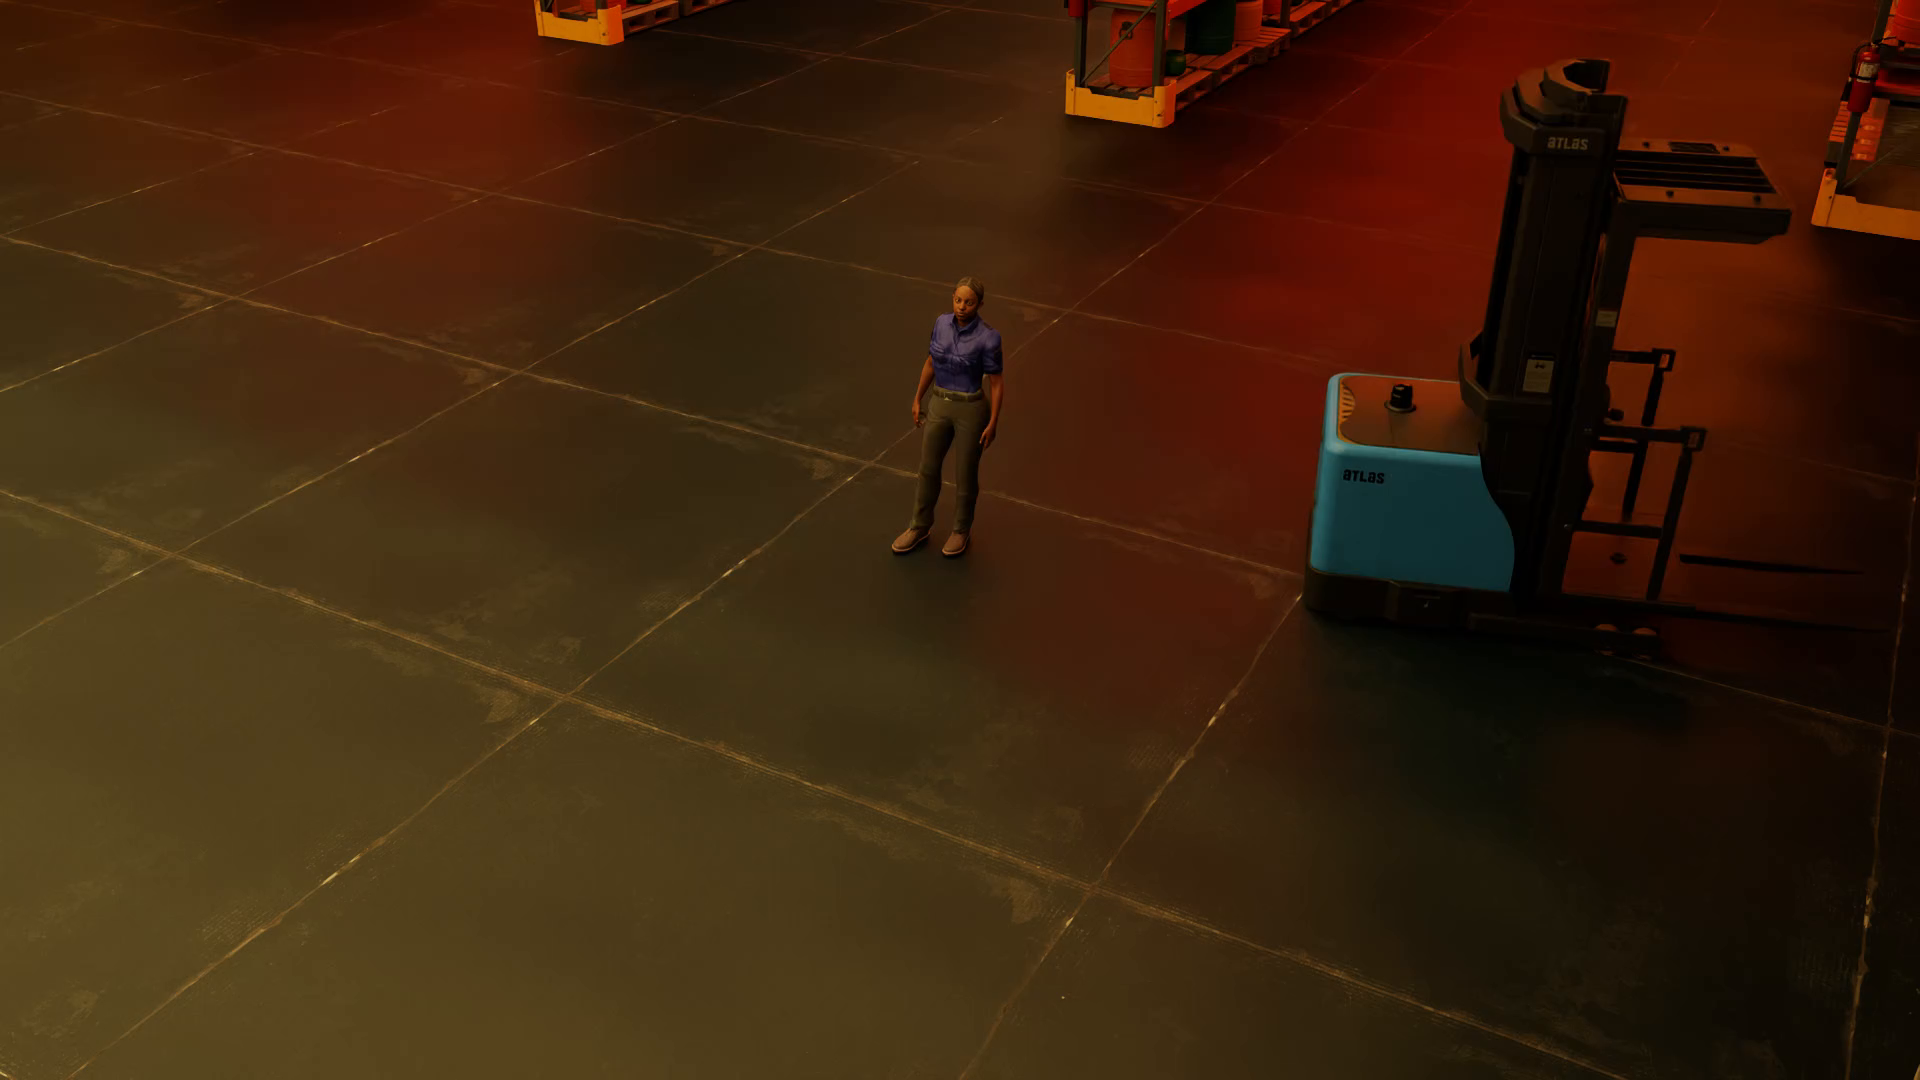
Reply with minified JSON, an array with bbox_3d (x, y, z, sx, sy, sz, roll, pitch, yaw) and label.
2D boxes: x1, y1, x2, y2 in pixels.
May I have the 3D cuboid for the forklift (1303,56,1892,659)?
[{"bbox_3d":[3.487,-0.922,8.668,3.031,2.935,1.130,6,31,10],"label":"forklift"}]

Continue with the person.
[{"bbox_3d":[-0.060,-0.690,9.527,0.569,1.656,0.503,15,33,25],"label":"person"}]
